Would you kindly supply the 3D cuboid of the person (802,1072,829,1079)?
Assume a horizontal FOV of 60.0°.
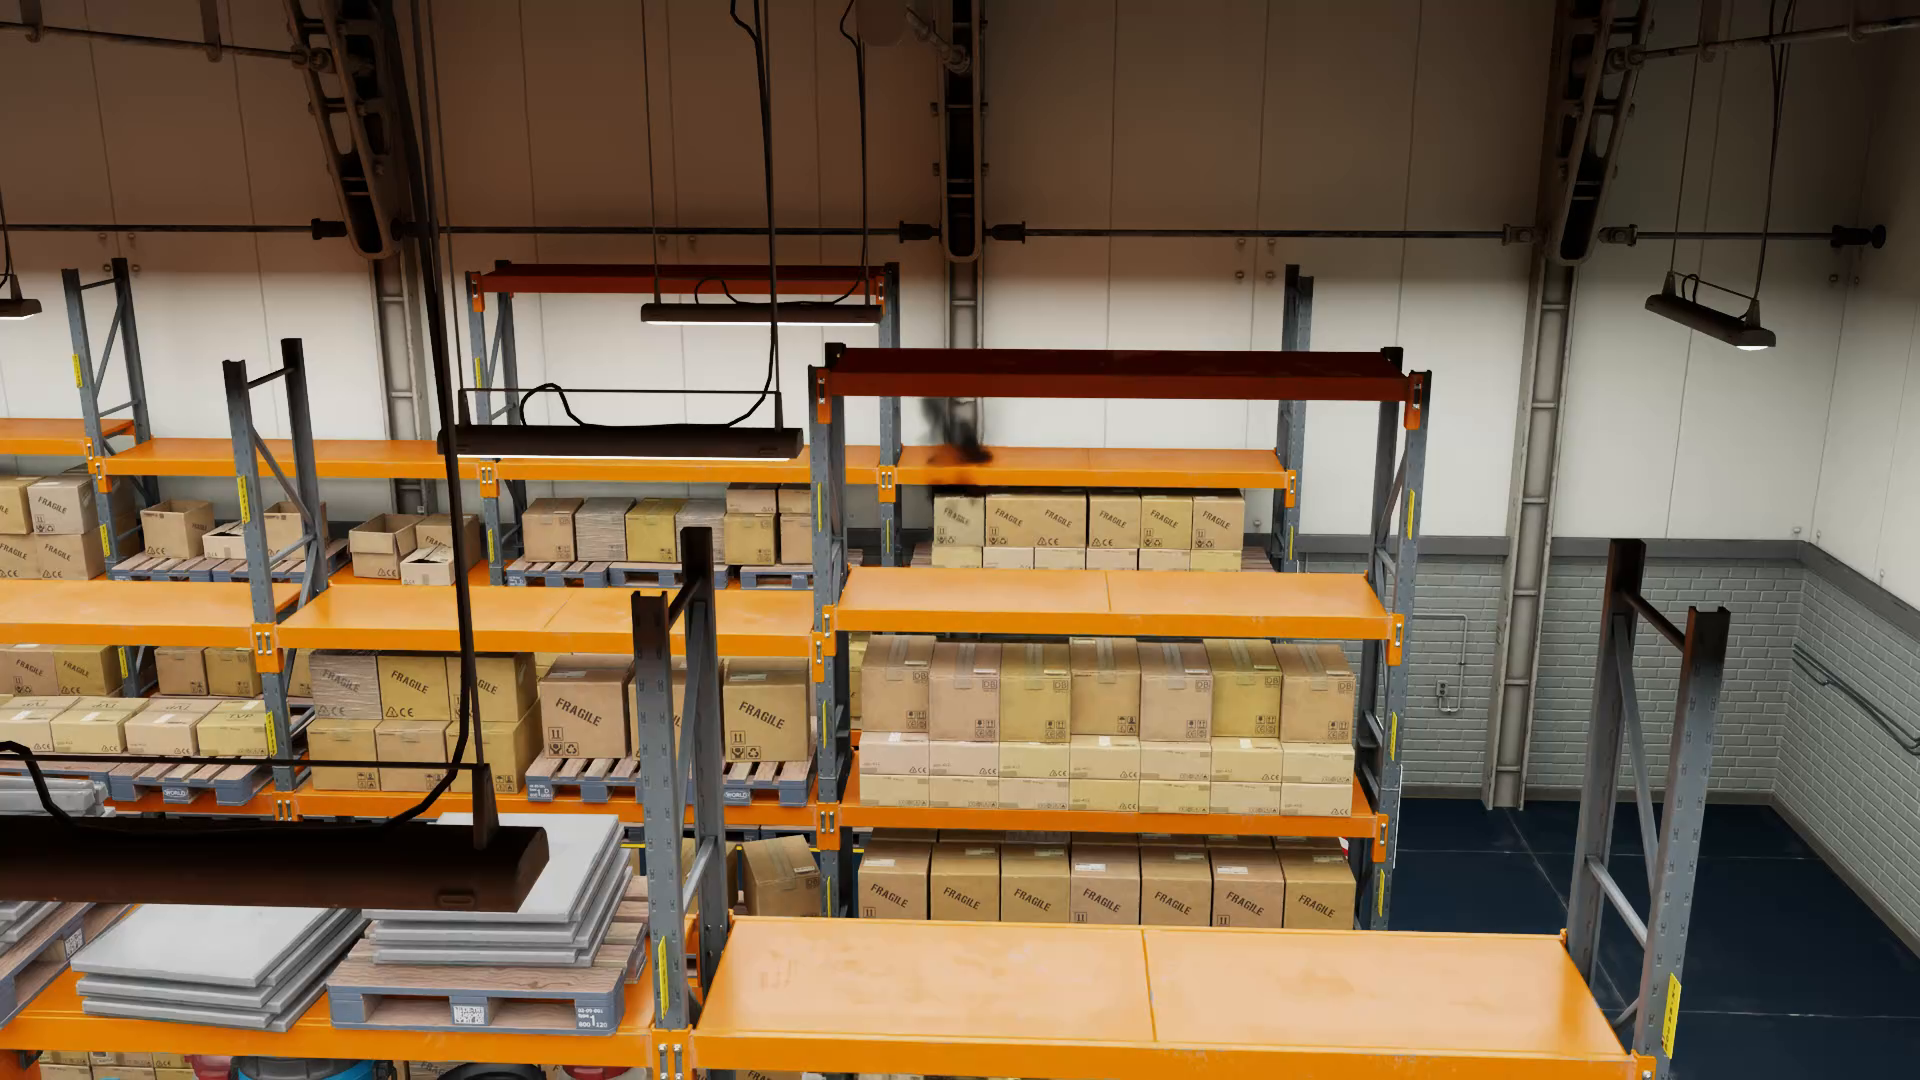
[{"bbox_3d":[-0.946,4.276,10.907,0.738,1.733,0.531,-1,16,-5],"label":"person"}]
